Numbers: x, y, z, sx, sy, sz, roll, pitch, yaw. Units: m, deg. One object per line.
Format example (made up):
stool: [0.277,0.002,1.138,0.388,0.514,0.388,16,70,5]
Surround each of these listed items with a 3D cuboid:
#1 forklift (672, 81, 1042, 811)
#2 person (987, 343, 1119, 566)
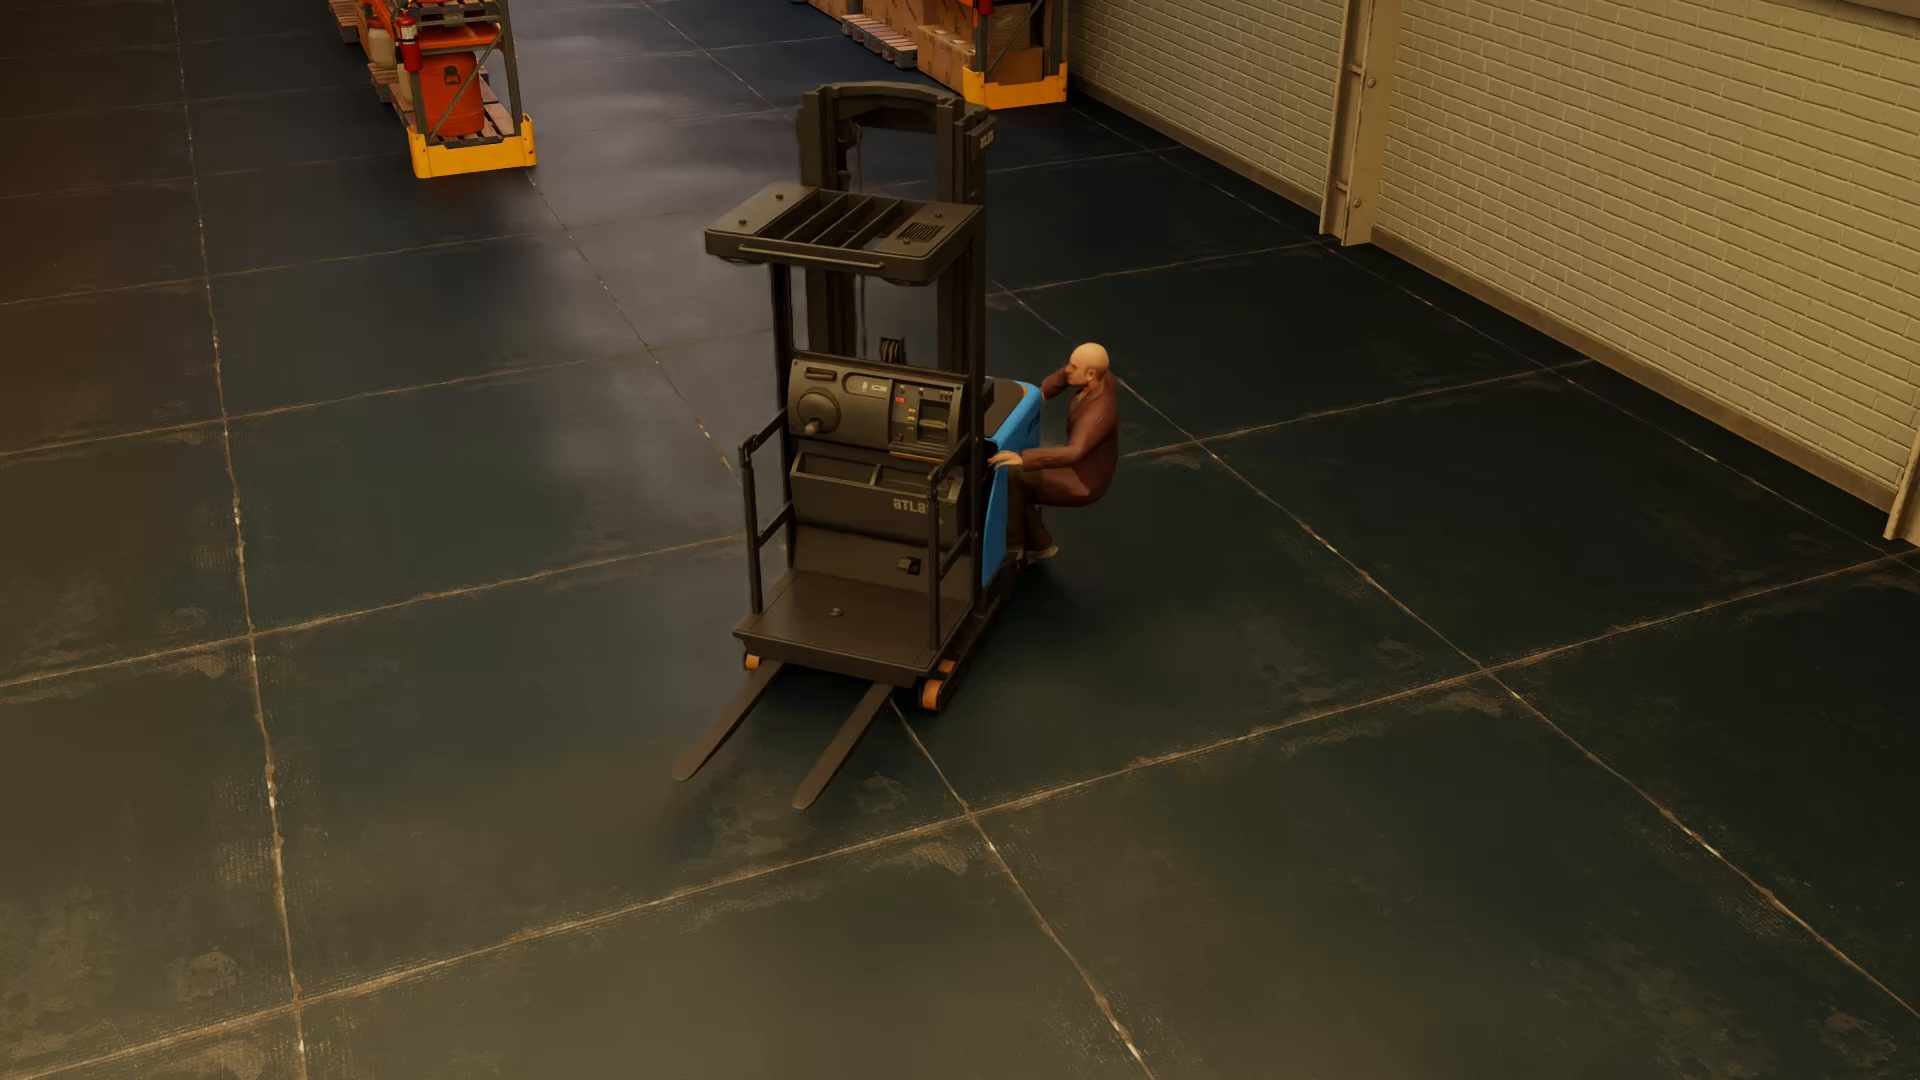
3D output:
forklift: [-0.502,-0.625,8.212,1.130,2.935,3.031,10,31,17]
person: [0.427,-0.414,9.241,0.892,1.511,1.097,-3,30,-5]
